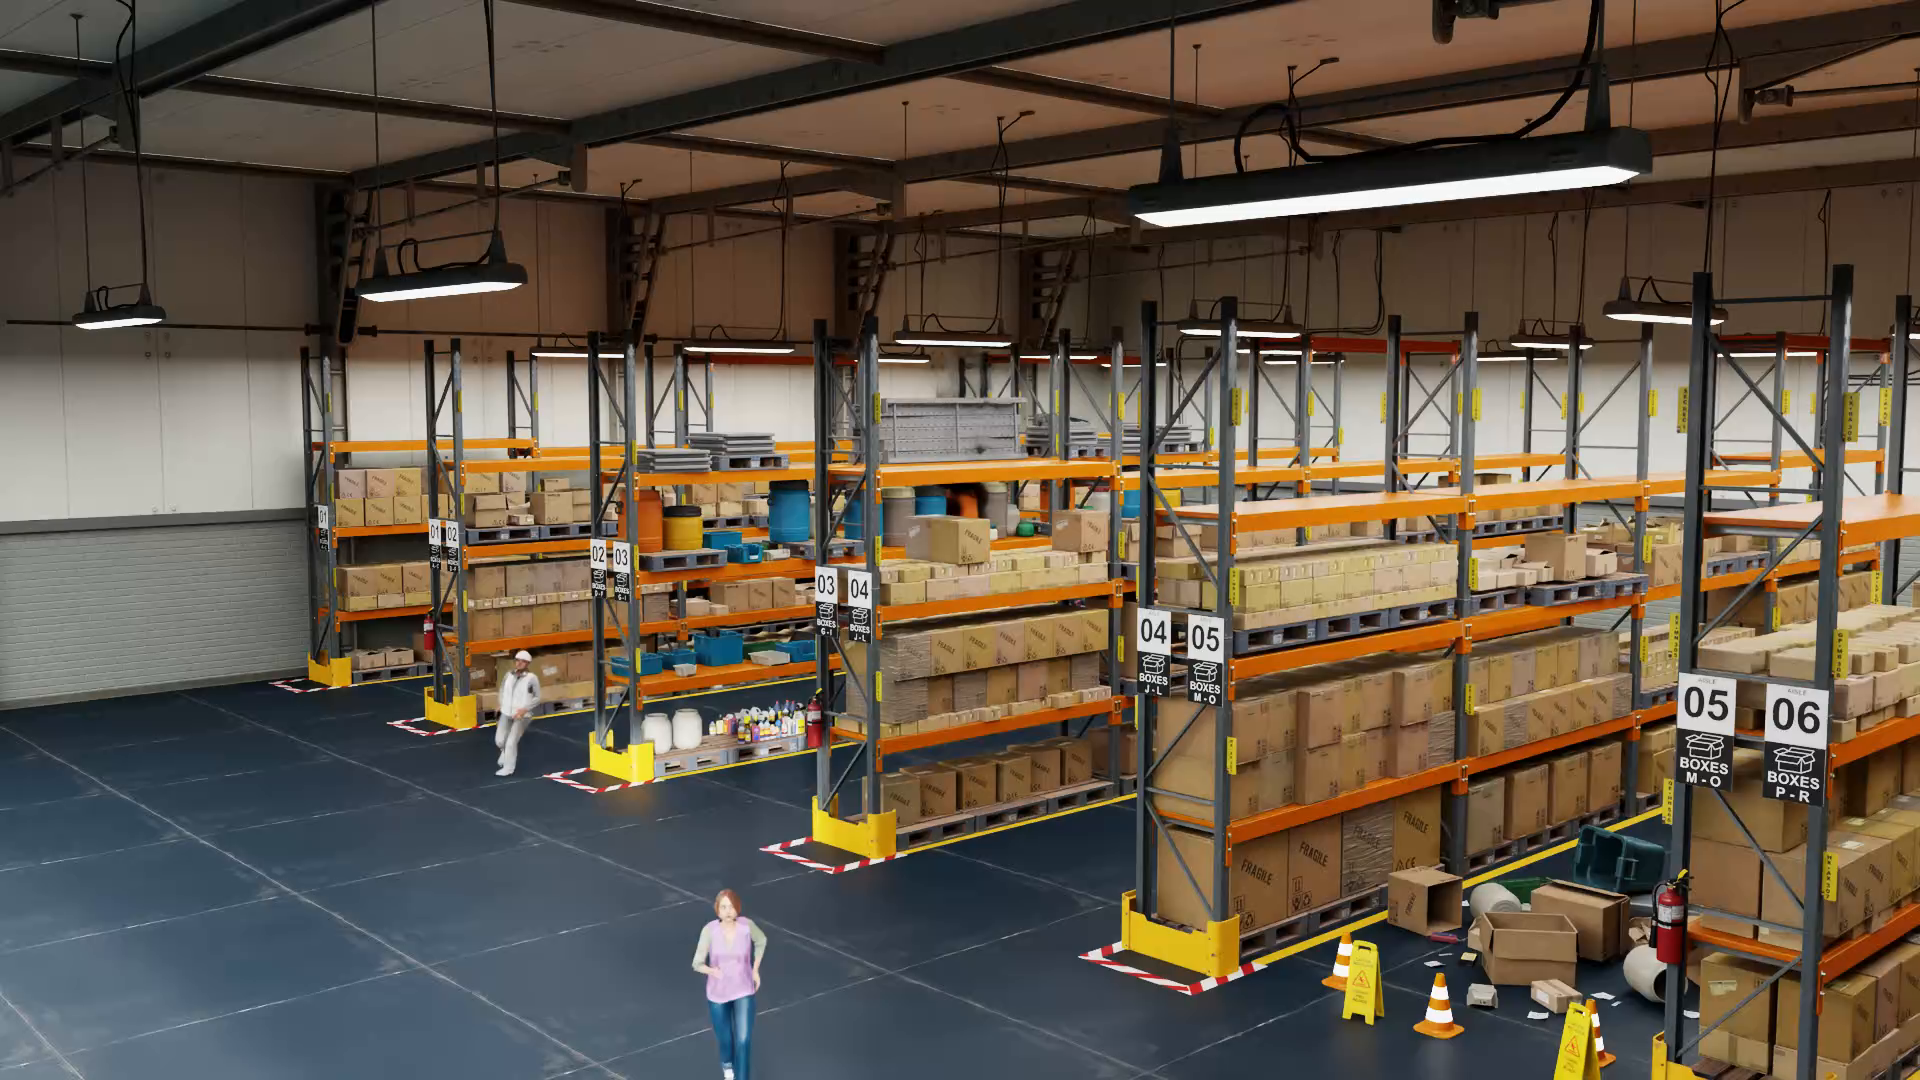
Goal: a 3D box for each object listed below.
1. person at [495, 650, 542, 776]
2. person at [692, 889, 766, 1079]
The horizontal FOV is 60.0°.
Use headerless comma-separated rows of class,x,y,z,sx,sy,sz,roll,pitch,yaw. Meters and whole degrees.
person,-5.990,2.348,22.432,0.684,1.694,0.534,1,5,10
person,-1.660,3.311,12.004,0.522,1.645,0.751,0,5,-5
